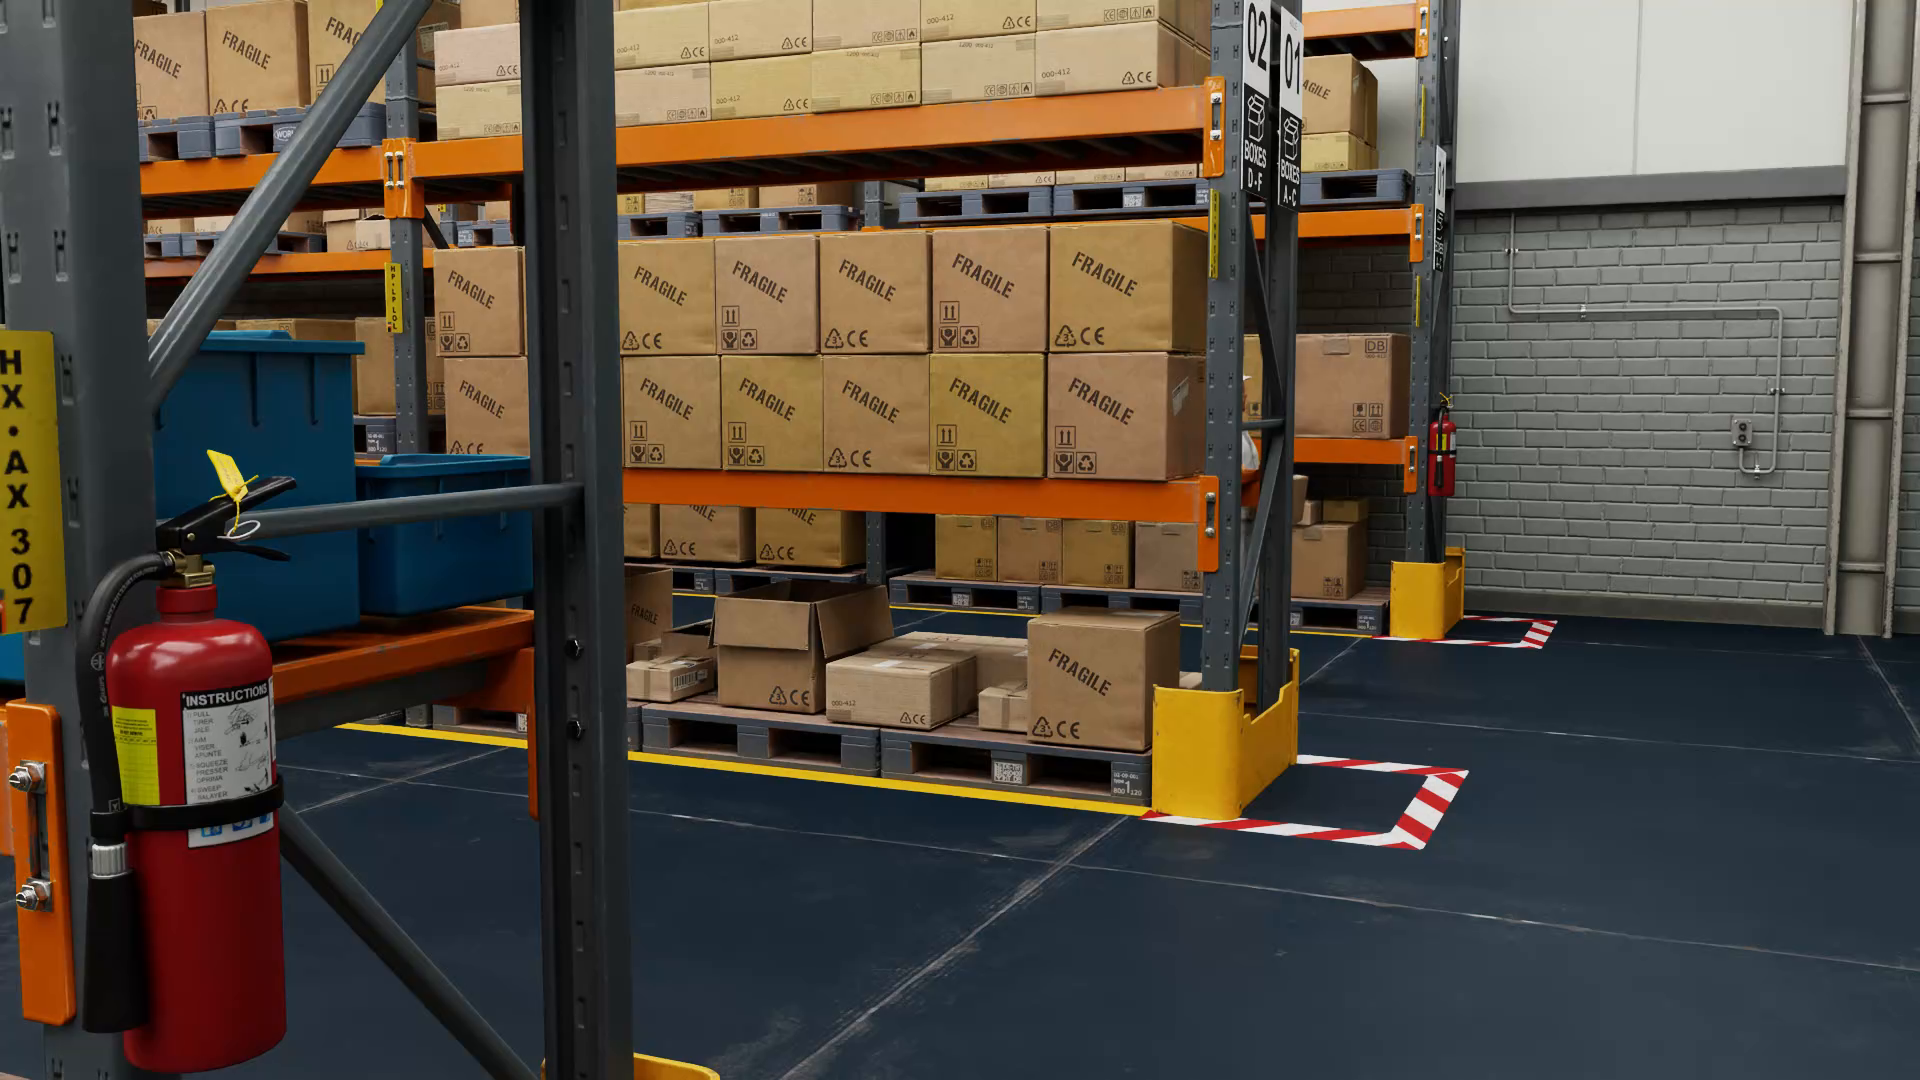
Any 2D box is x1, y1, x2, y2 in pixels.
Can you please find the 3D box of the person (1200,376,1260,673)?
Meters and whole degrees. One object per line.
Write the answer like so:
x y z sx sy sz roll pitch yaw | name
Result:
1.592 -0.083 9.234 0.554 1.784 0.494 2 6 24 | person
